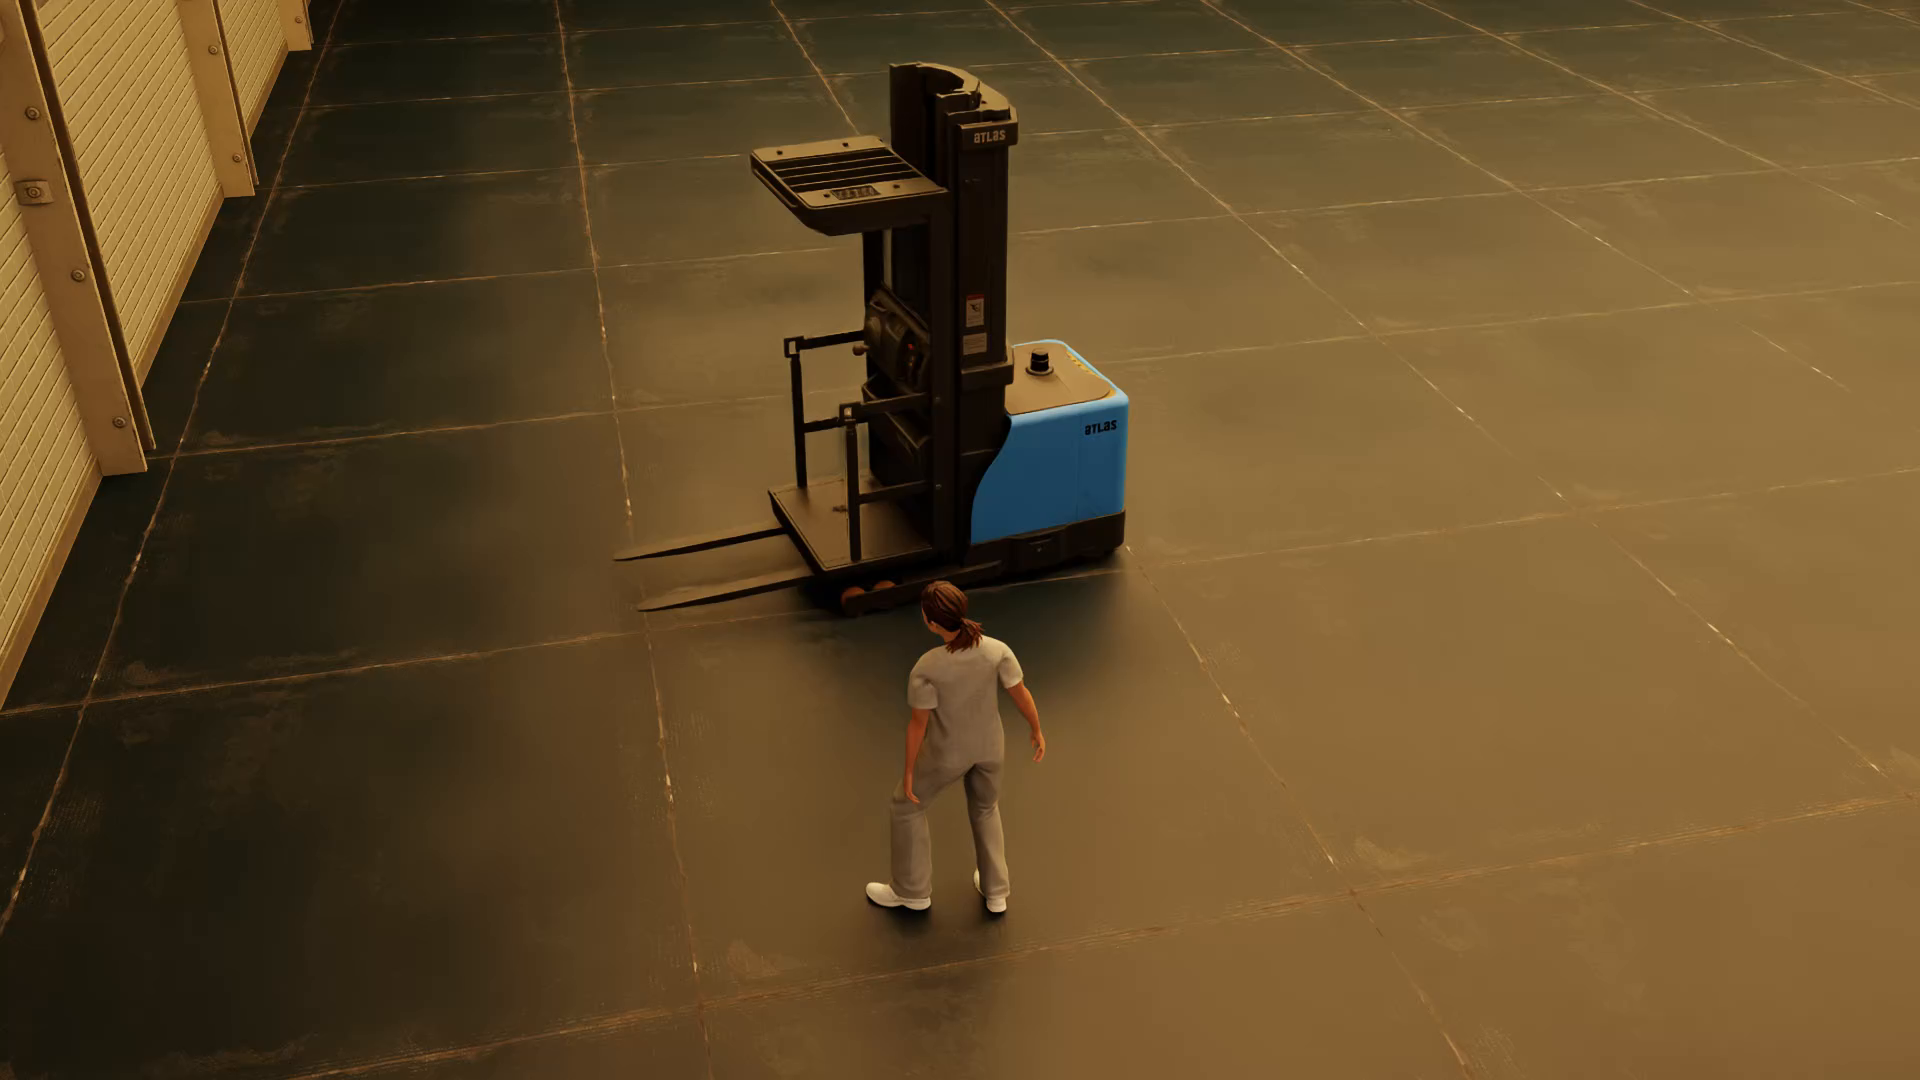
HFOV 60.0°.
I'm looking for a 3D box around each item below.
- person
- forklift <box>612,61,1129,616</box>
[{"bbox_3d":[-0.013,0.938,7.269,0.791,1.643,0.398,-11,32,-18],"label":"person"},{"bbox_3d":[-0.550,-1.124,9.516,3.031,2.935,1.130,-12,32,-20],"label":"forklift"}]
